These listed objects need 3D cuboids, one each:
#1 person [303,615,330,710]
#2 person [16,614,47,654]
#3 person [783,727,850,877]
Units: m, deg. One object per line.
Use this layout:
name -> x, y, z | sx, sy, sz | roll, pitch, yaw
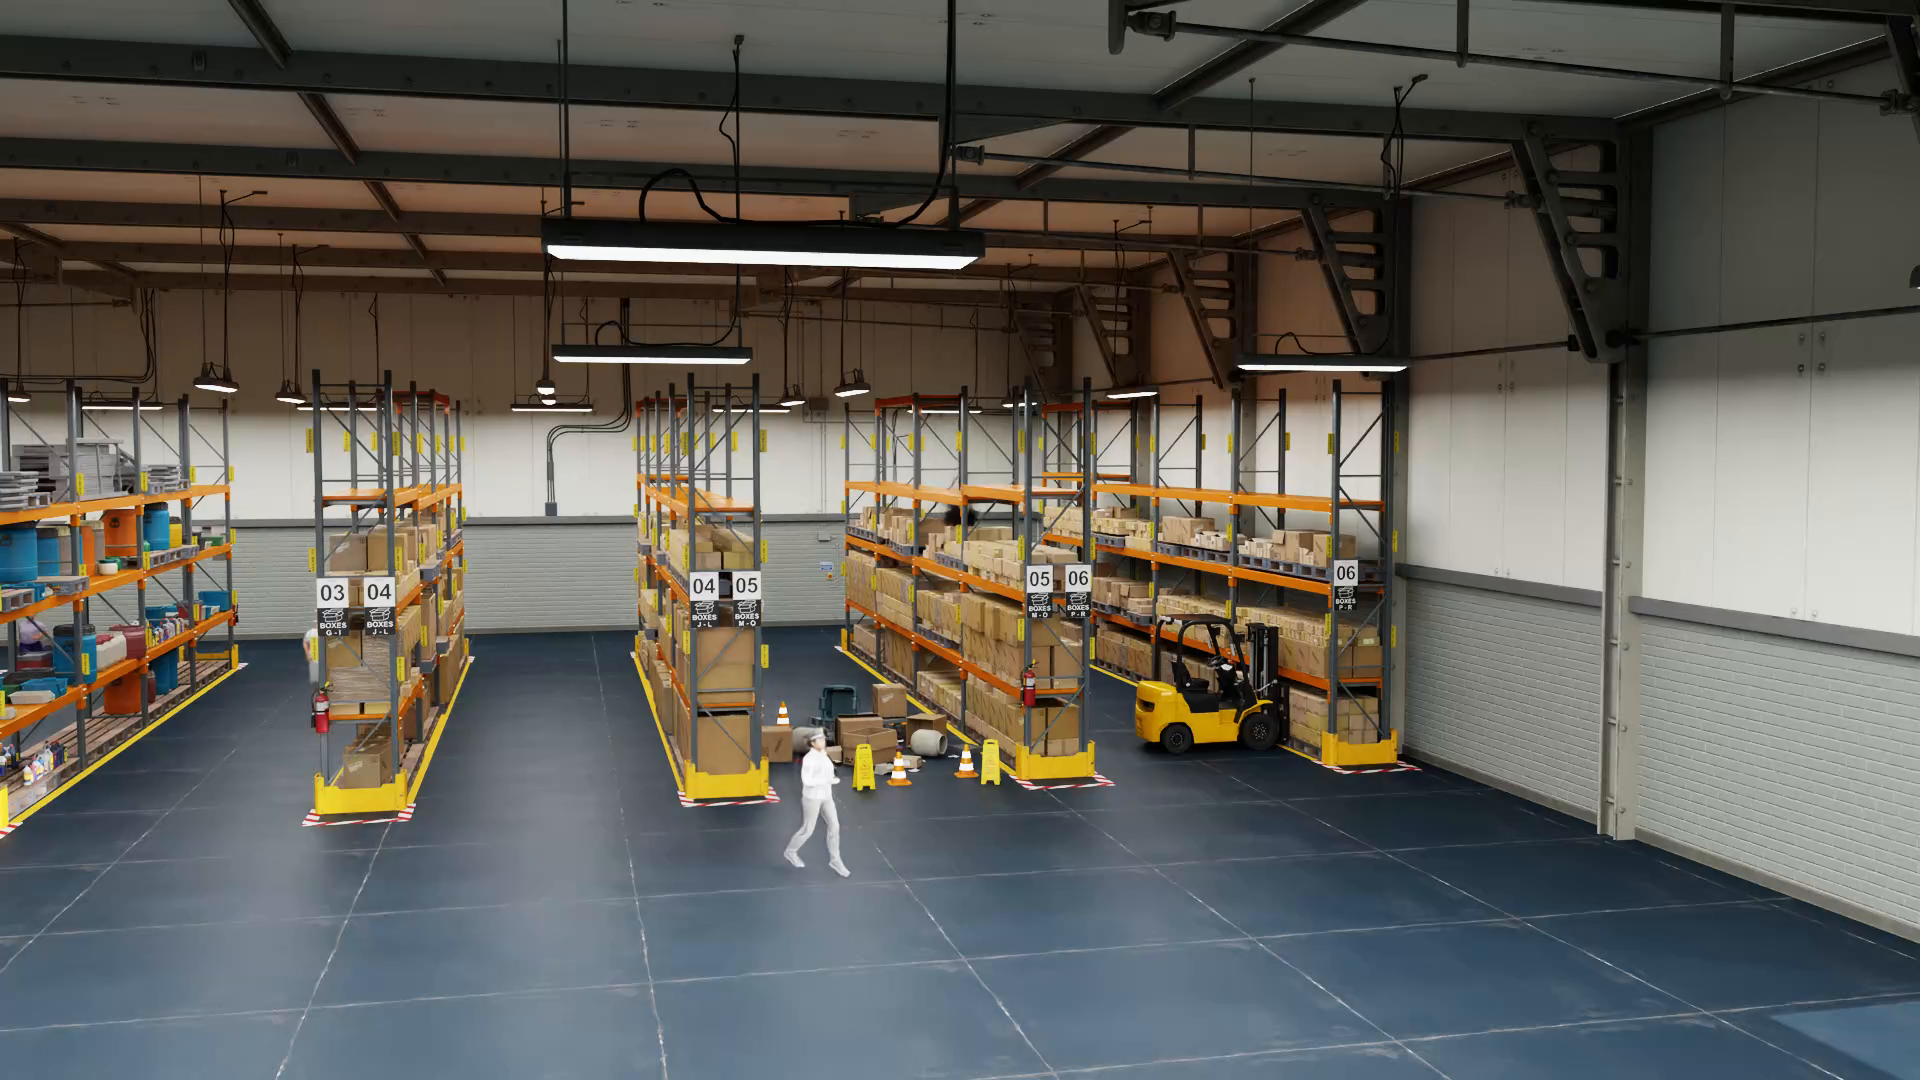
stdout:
person -> -12.053, 2.322, 31.369 | 0.648, 1.855, 0.695 | -1, 3, -16
person -> -18.922, 2.220, 33.895 | 0.610, 1.626, 0.837 | -1, 4, -20
person -> -1.684, 3.034, 19.357 | 0.839, 1.742, 0.603 | 2, 4, 29
